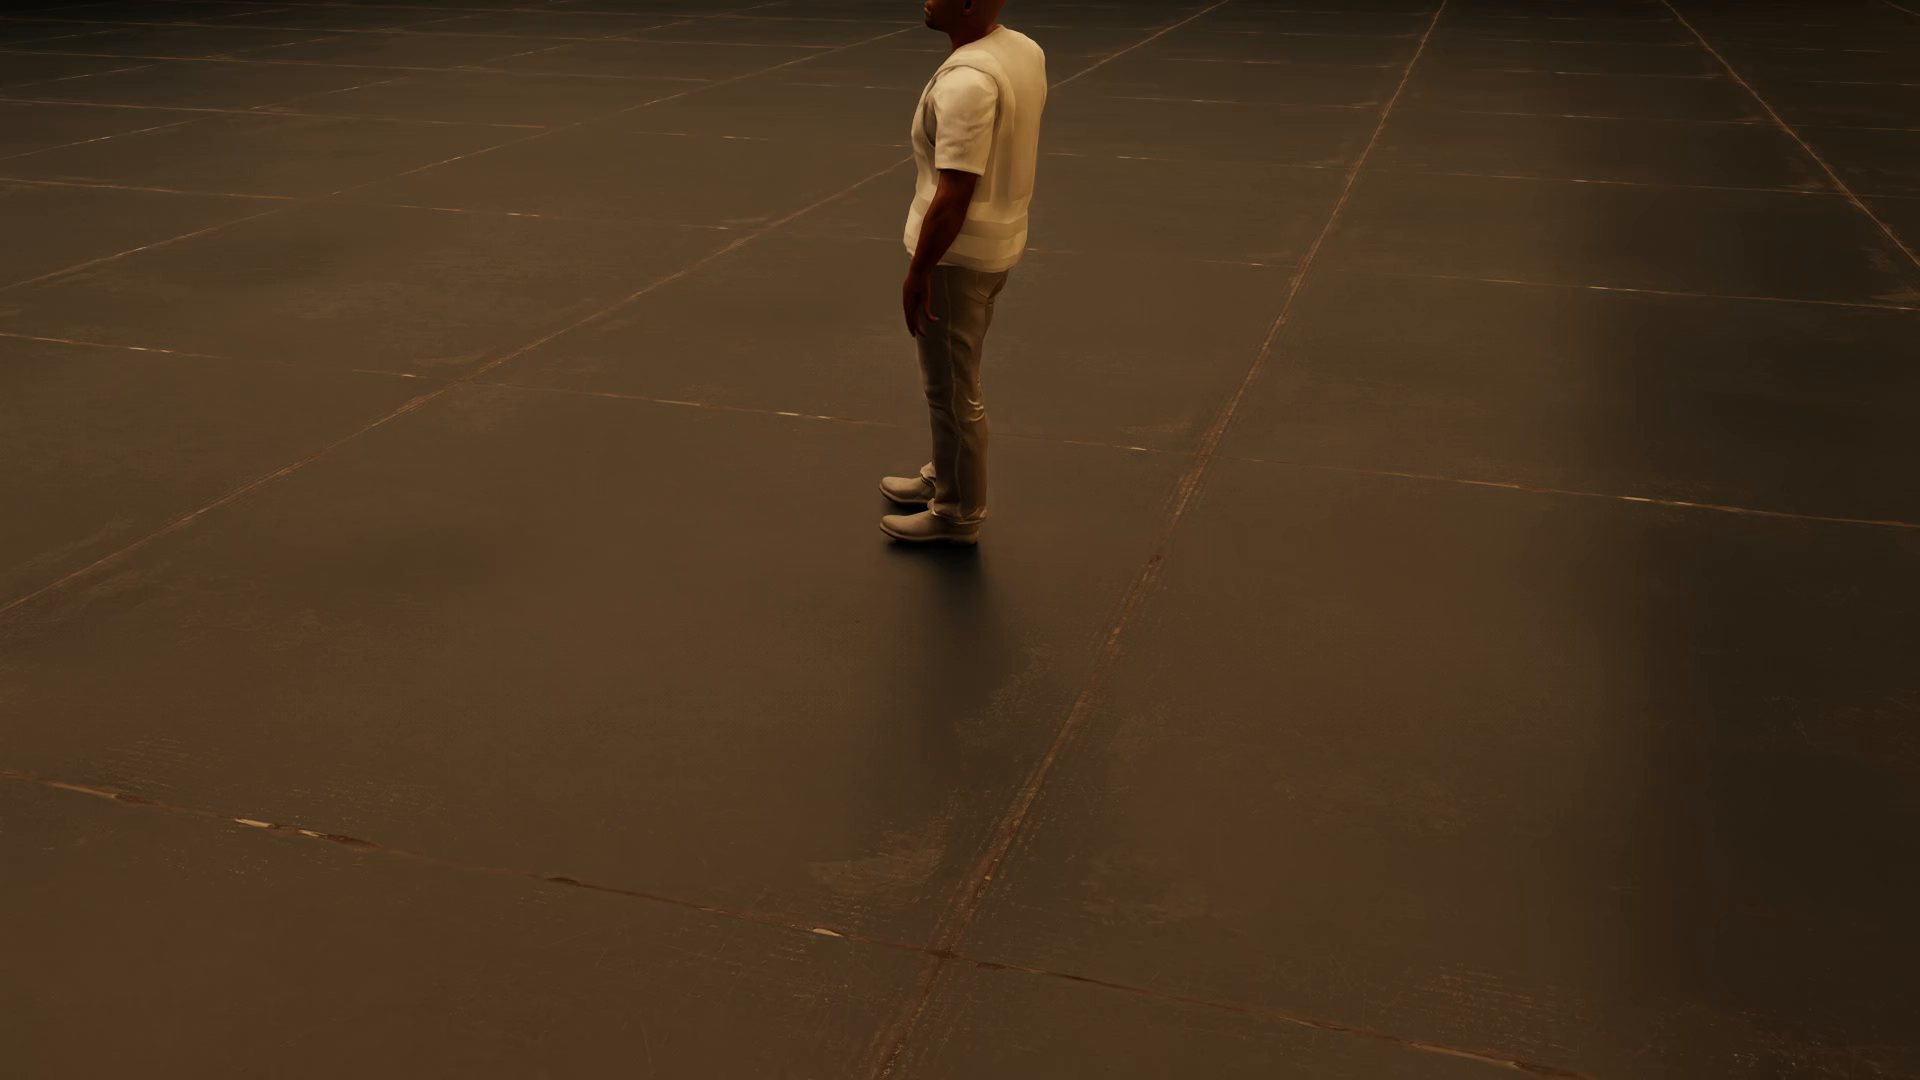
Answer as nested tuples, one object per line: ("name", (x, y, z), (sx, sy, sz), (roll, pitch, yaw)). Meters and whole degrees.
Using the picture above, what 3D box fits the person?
("person", (-0.065, -0.830, 4.806), (0.575, 1.761, 0.665), (7, 23, 16))
